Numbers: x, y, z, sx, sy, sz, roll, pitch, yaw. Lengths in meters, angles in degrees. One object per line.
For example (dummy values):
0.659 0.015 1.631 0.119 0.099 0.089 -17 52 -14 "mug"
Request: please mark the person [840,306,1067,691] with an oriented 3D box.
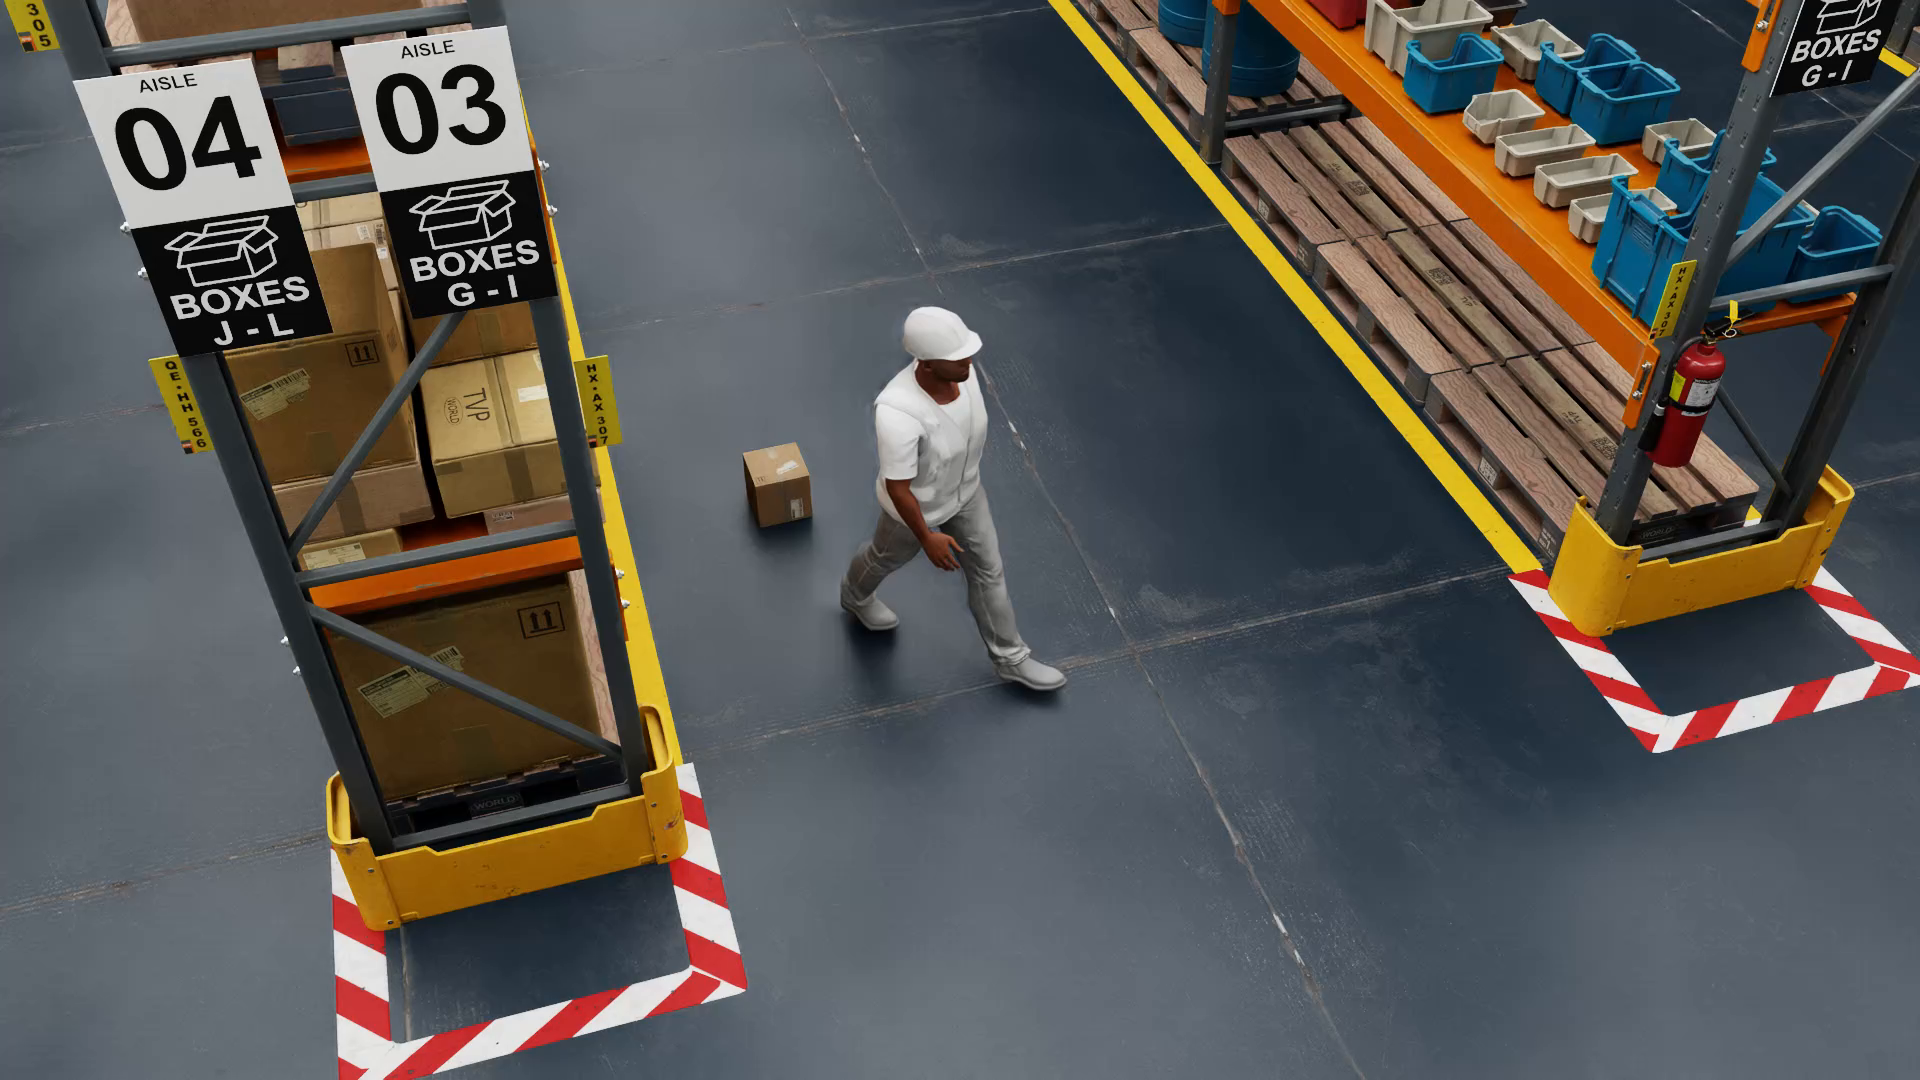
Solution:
-0.070 -0.158 6.318 1.070 1.704 0.564 30 50 29 "person"
